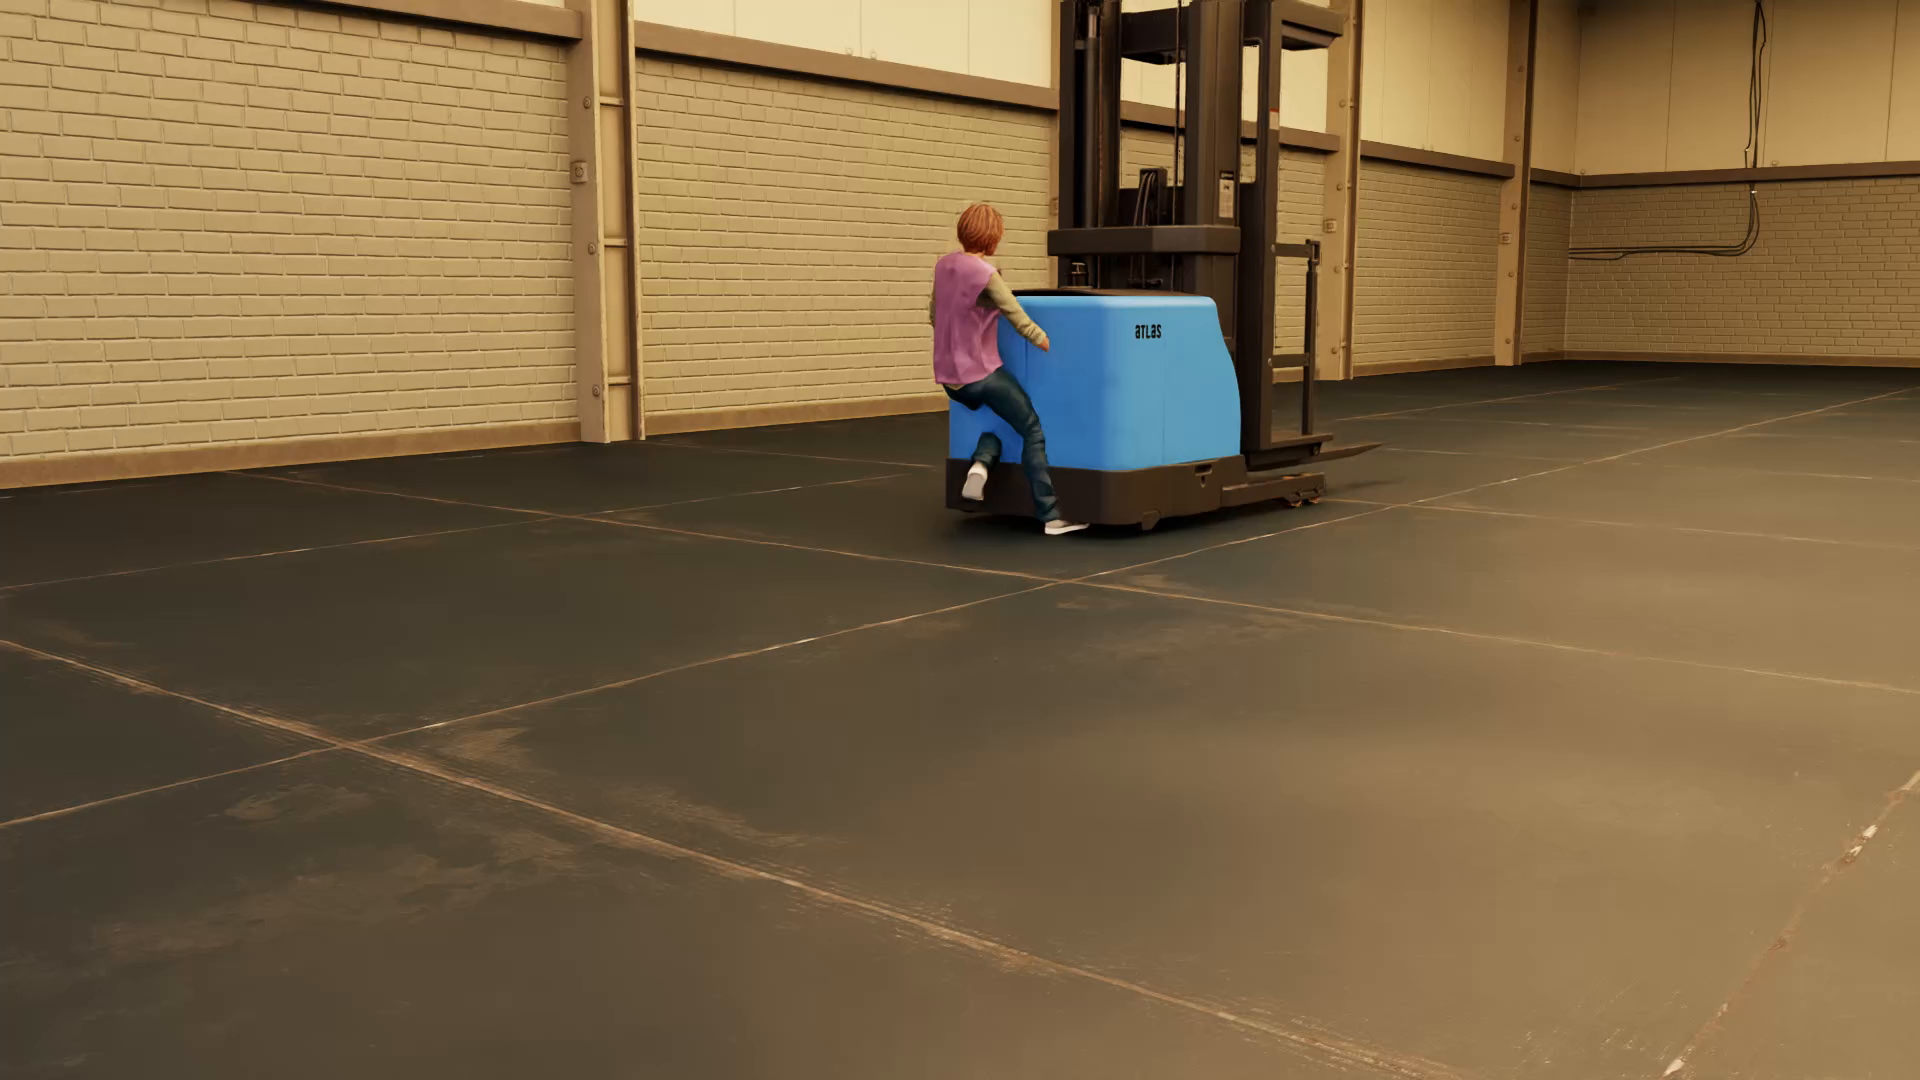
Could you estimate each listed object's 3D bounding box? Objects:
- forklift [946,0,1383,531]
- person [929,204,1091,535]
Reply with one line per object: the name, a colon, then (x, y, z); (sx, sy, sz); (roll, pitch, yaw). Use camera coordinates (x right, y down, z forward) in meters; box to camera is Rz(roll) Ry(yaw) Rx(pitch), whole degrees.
forklift: (1.256, -1.655, 8.595); (1.130, 2.935, 3.031); (7, 11, 39)
person: (0.213, -0.787, 7.634); (0.587, 1.478, 0.660); (-6, 10, -35)
